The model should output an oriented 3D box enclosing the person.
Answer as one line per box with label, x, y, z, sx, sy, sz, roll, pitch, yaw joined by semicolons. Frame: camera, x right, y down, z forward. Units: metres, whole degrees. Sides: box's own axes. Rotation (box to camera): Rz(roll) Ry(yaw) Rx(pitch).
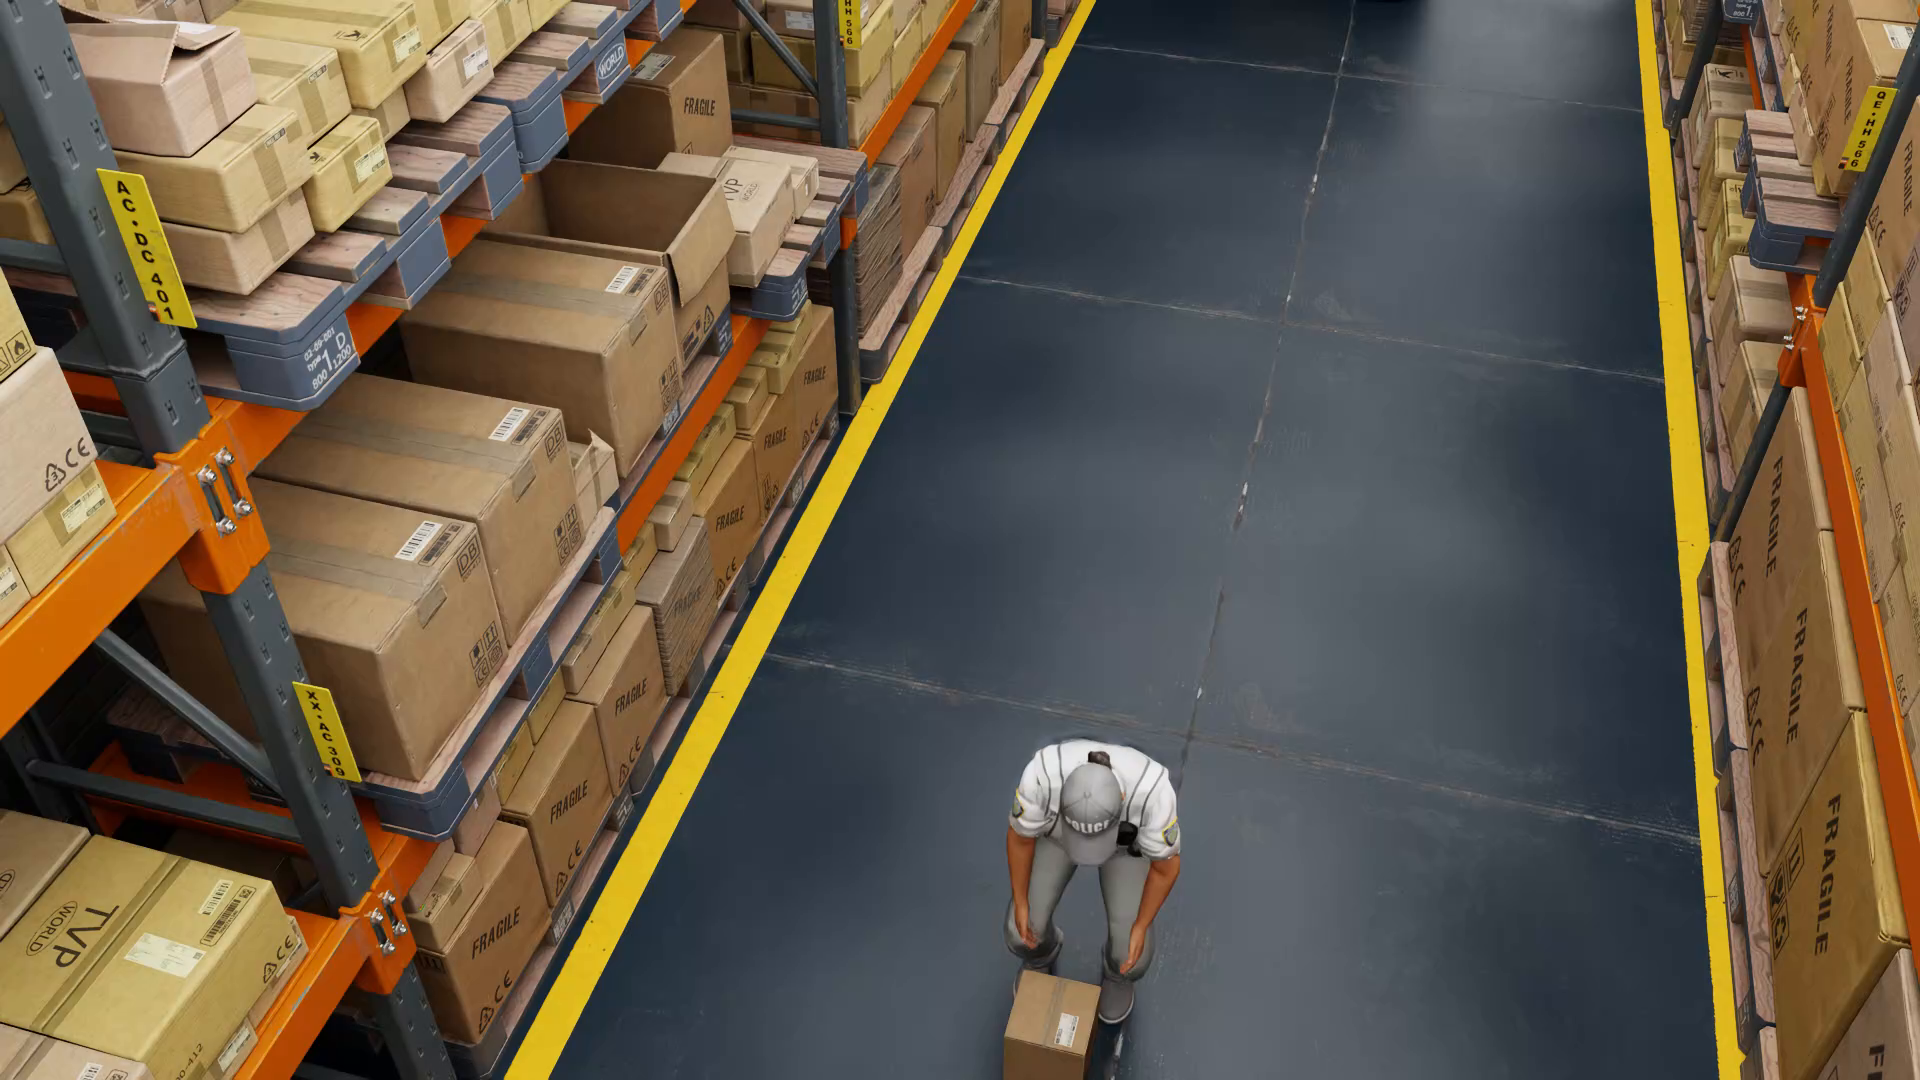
person;0.424;1.022;5.216;0.534;1.379;0.727;10;42;11
